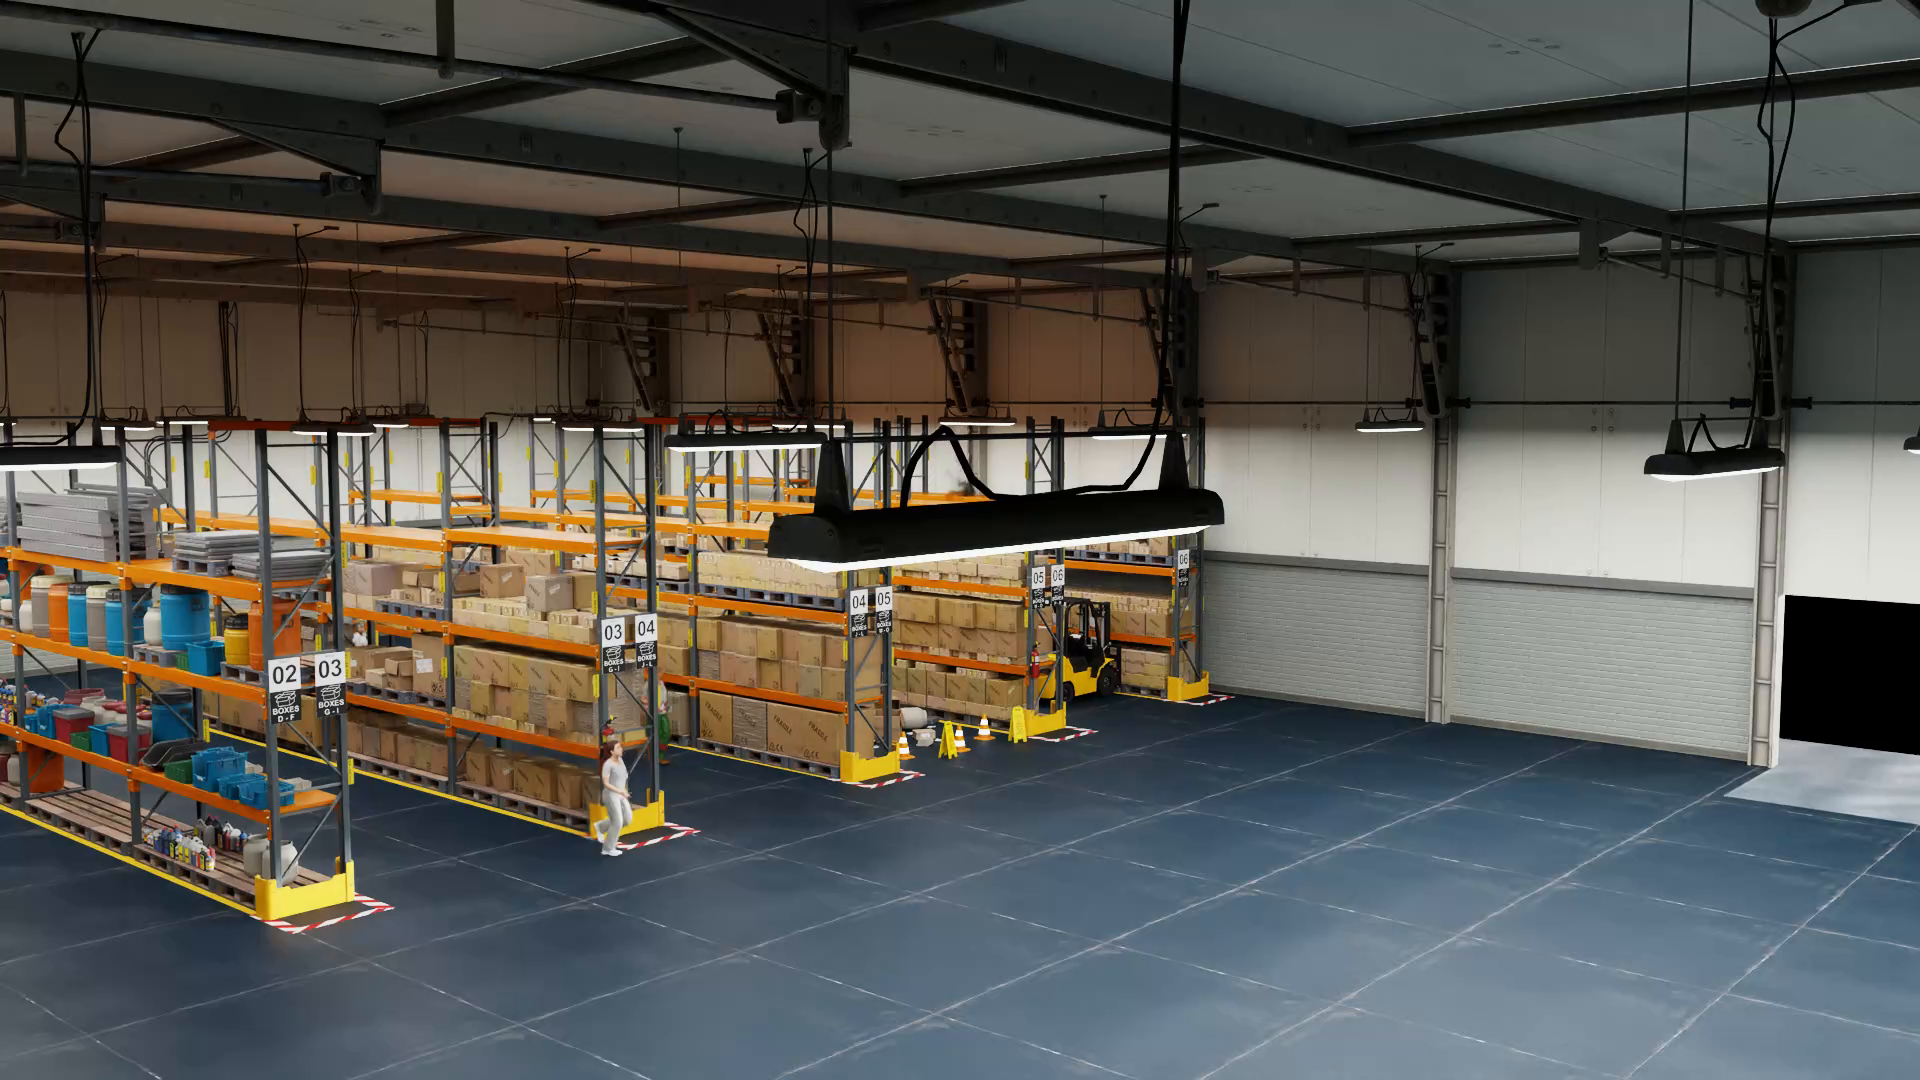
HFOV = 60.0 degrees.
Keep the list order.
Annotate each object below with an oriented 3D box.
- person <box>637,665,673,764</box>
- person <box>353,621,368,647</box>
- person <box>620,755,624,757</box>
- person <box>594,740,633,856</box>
[{"bbox_3d":[-5.325,3.040,29.098,0.662,1.749,0.653,2,5,26],"label":"person"},{"bbox_3d":[-12.772,2.545,35.517,0.620,1.657,0.561,-5,7,-44],"label":"person"},{"bbox_3d":[-6.302,2.992,29.707,0.762,1.824,0.672,3,6,34],"label":"person"},{"bbox_3d":[-4.837,3.590,23.248,0.637,1.630,0.588,1,5,17],"label":"person"}]
